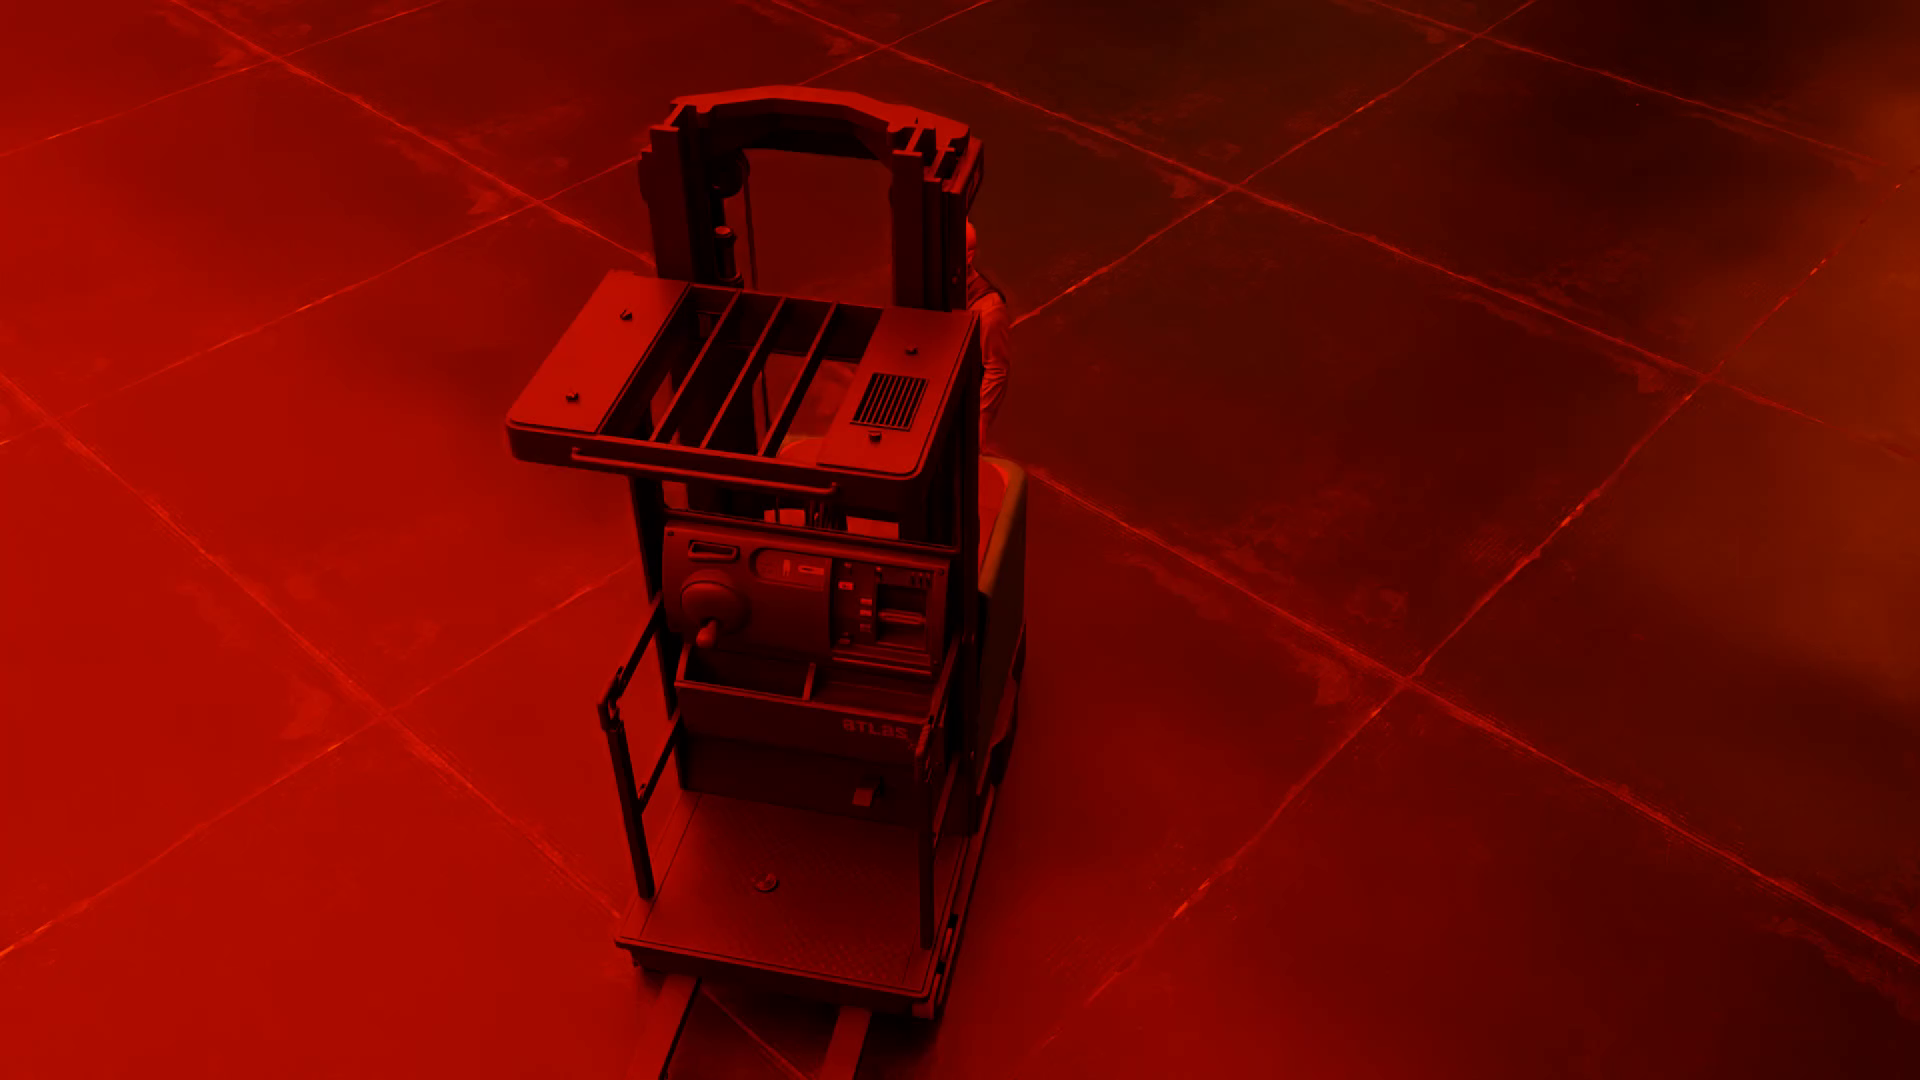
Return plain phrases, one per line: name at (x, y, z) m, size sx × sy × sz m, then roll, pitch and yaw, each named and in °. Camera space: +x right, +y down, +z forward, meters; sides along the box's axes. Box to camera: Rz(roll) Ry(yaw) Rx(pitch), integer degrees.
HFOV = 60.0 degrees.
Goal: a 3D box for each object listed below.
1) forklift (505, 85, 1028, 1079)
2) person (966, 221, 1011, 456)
forklift at (-0.537, 0.270, 5.113) m, size 1.130 × 2.935 × 3.031 m, roll 8°, pitch 41°, yaw 9°
person at (-0.134, -0.562, 7.051) m, size 0.577 × 1.705 × 0.670 m, roll -30°, pitch 49°, yaw -30°
